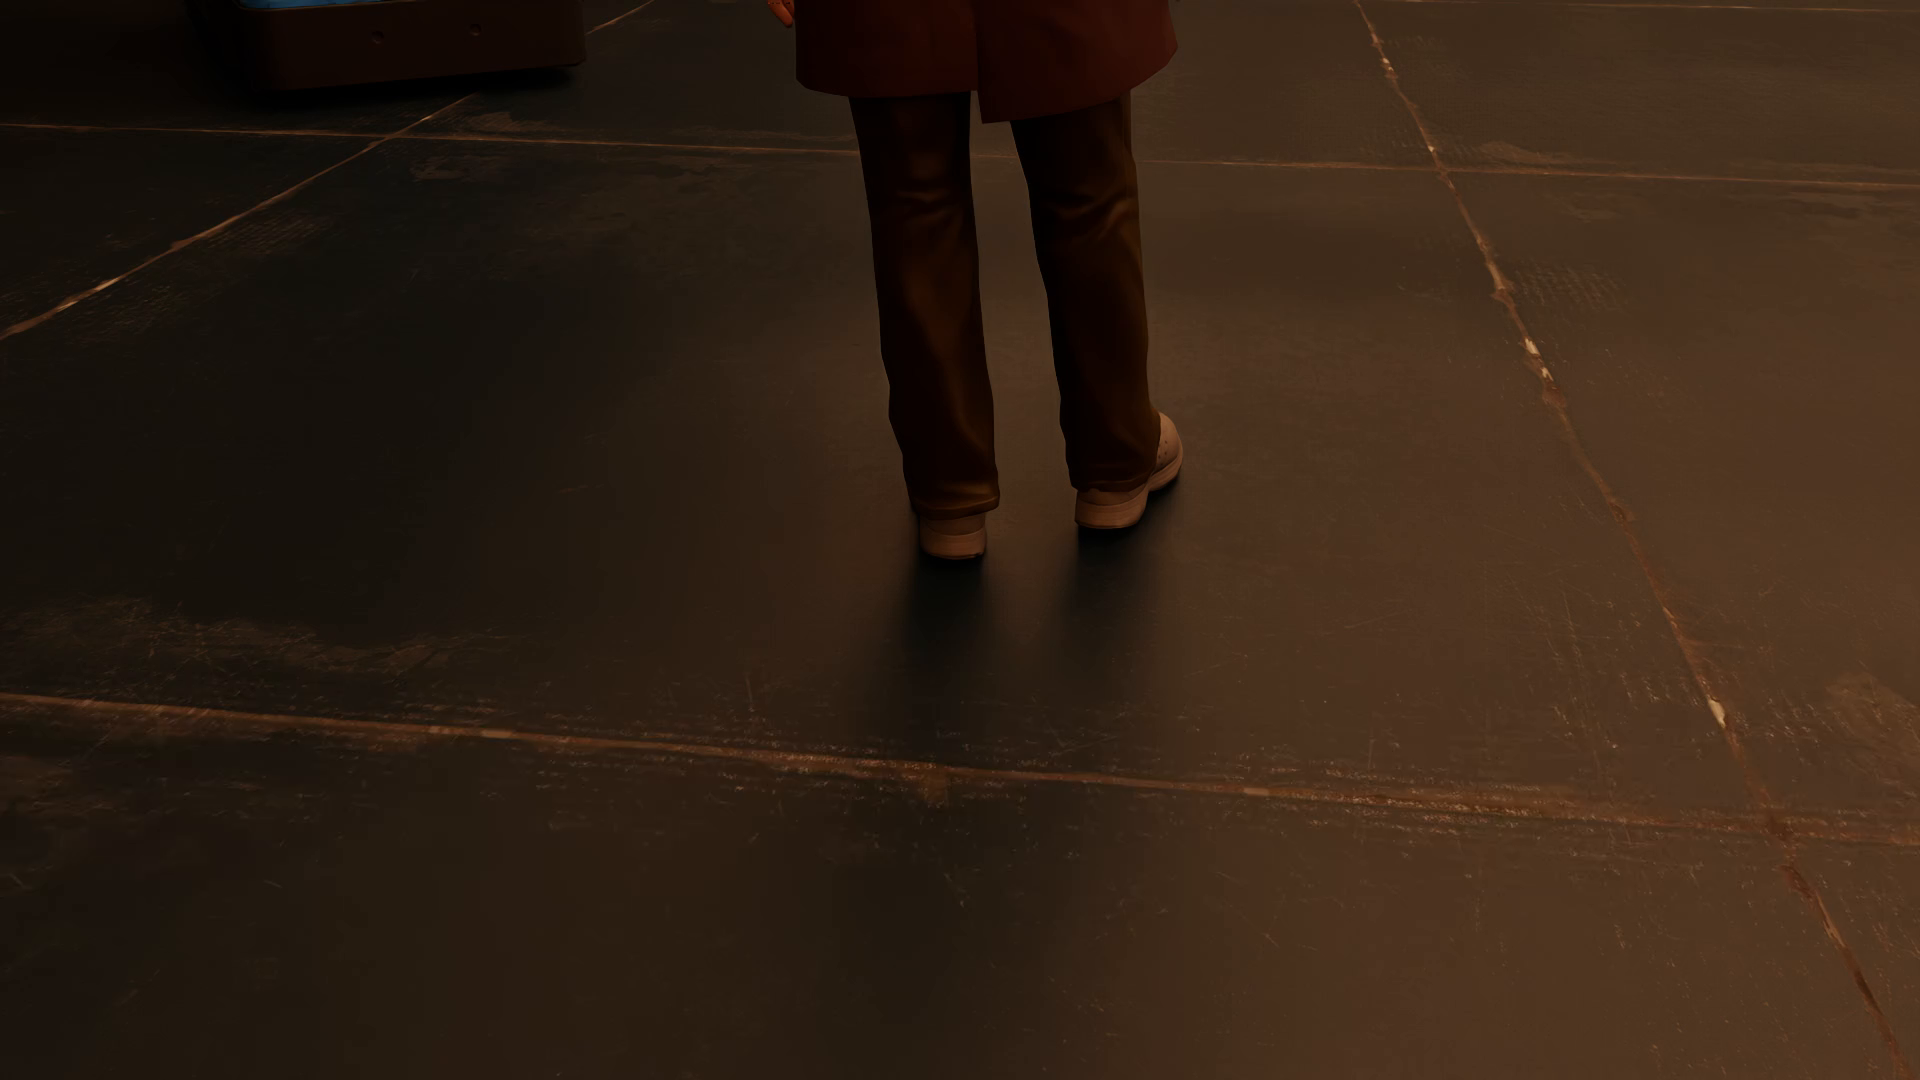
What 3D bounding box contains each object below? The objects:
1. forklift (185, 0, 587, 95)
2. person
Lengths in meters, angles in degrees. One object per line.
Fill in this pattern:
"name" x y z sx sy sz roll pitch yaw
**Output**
"forklift" -2.380 -3.314 5.860 1.130 2.935 3.031 -13 29 -25
"person" 0.016 -0.842 2.181 0.696 1.778 0.579 3 27 7
